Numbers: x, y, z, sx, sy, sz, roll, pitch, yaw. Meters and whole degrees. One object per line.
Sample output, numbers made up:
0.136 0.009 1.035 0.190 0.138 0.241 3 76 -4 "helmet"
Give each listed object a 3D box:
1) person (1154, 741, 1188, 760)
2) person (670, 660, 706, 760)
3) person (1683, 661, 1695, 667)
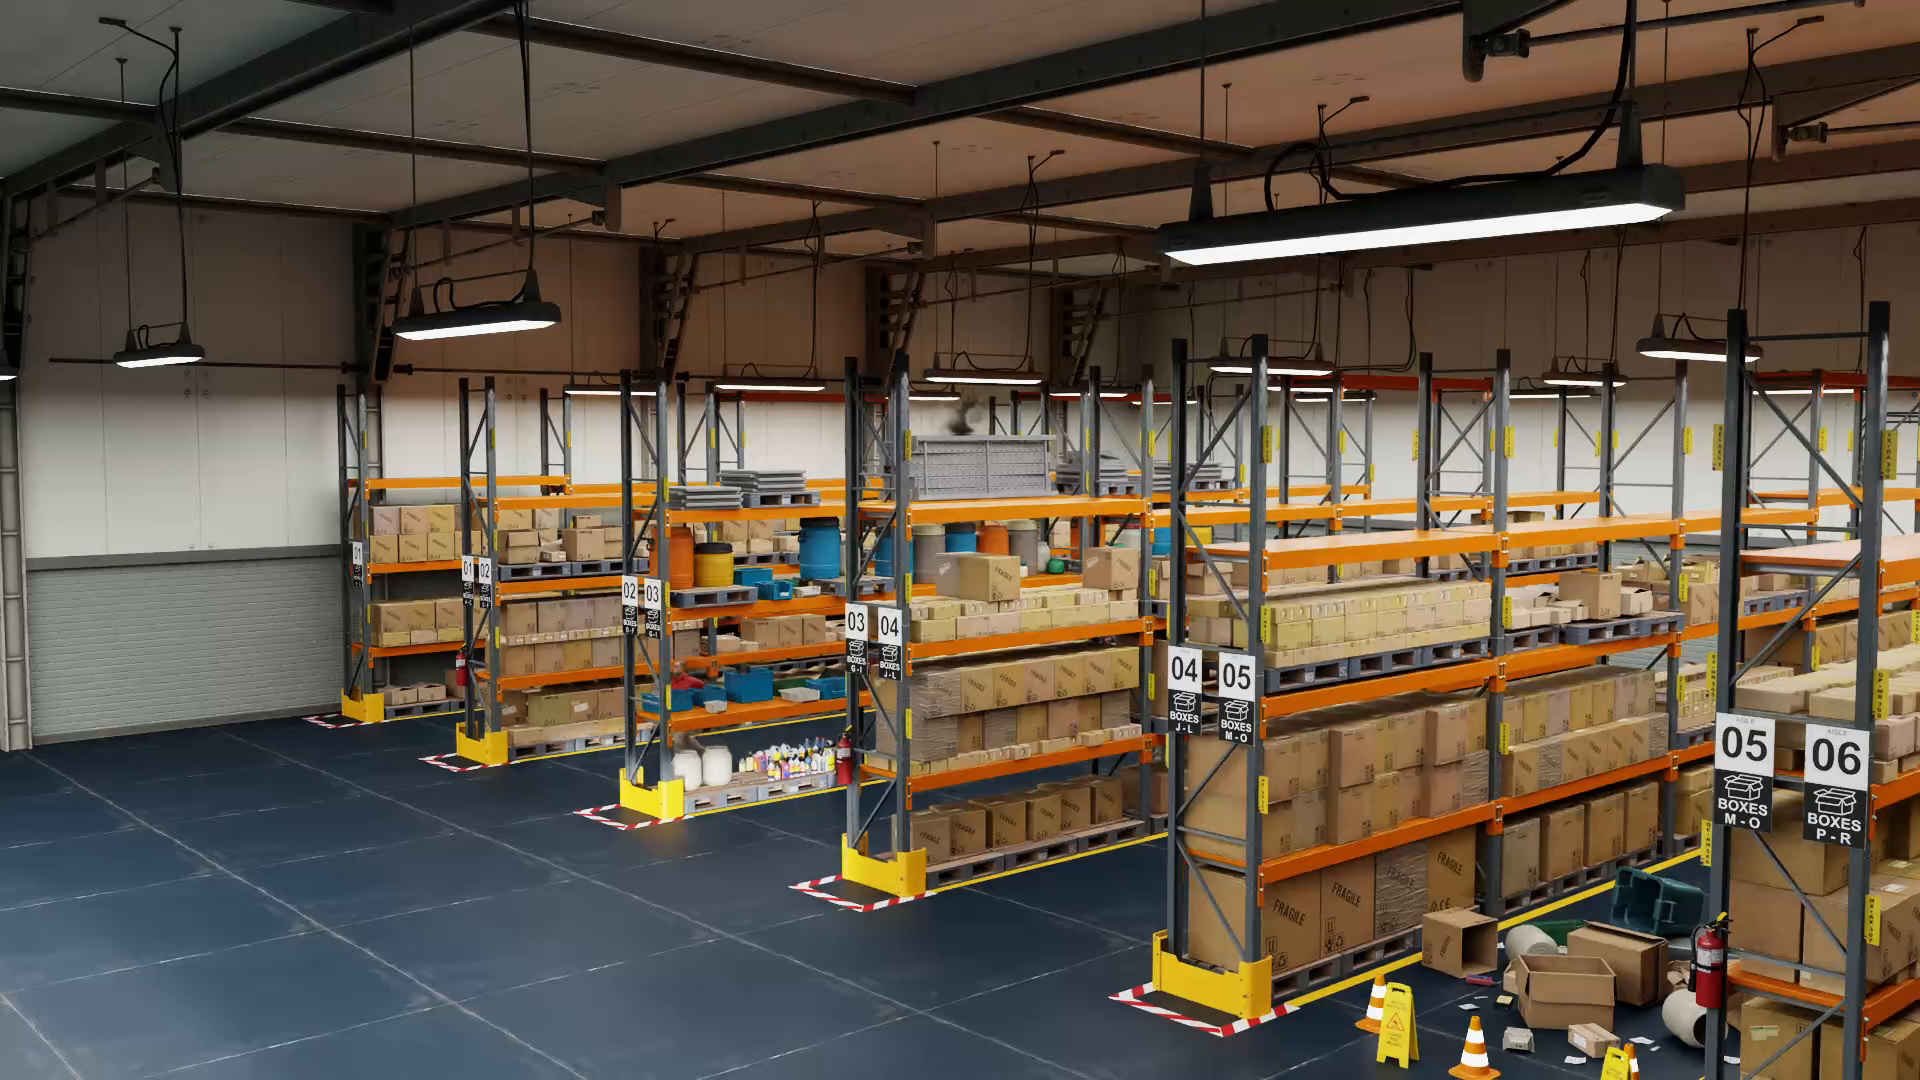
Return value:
3.199 2.606 25.428 0.657 1.843 0.768 3 5 36 "person"
-4.101 2.675 24.938 0.671 1.762 0.964 3 5 42 "person"
11.213 2.670 25.507 0.719 1.623 0.598 -2 4 -31 "person"
